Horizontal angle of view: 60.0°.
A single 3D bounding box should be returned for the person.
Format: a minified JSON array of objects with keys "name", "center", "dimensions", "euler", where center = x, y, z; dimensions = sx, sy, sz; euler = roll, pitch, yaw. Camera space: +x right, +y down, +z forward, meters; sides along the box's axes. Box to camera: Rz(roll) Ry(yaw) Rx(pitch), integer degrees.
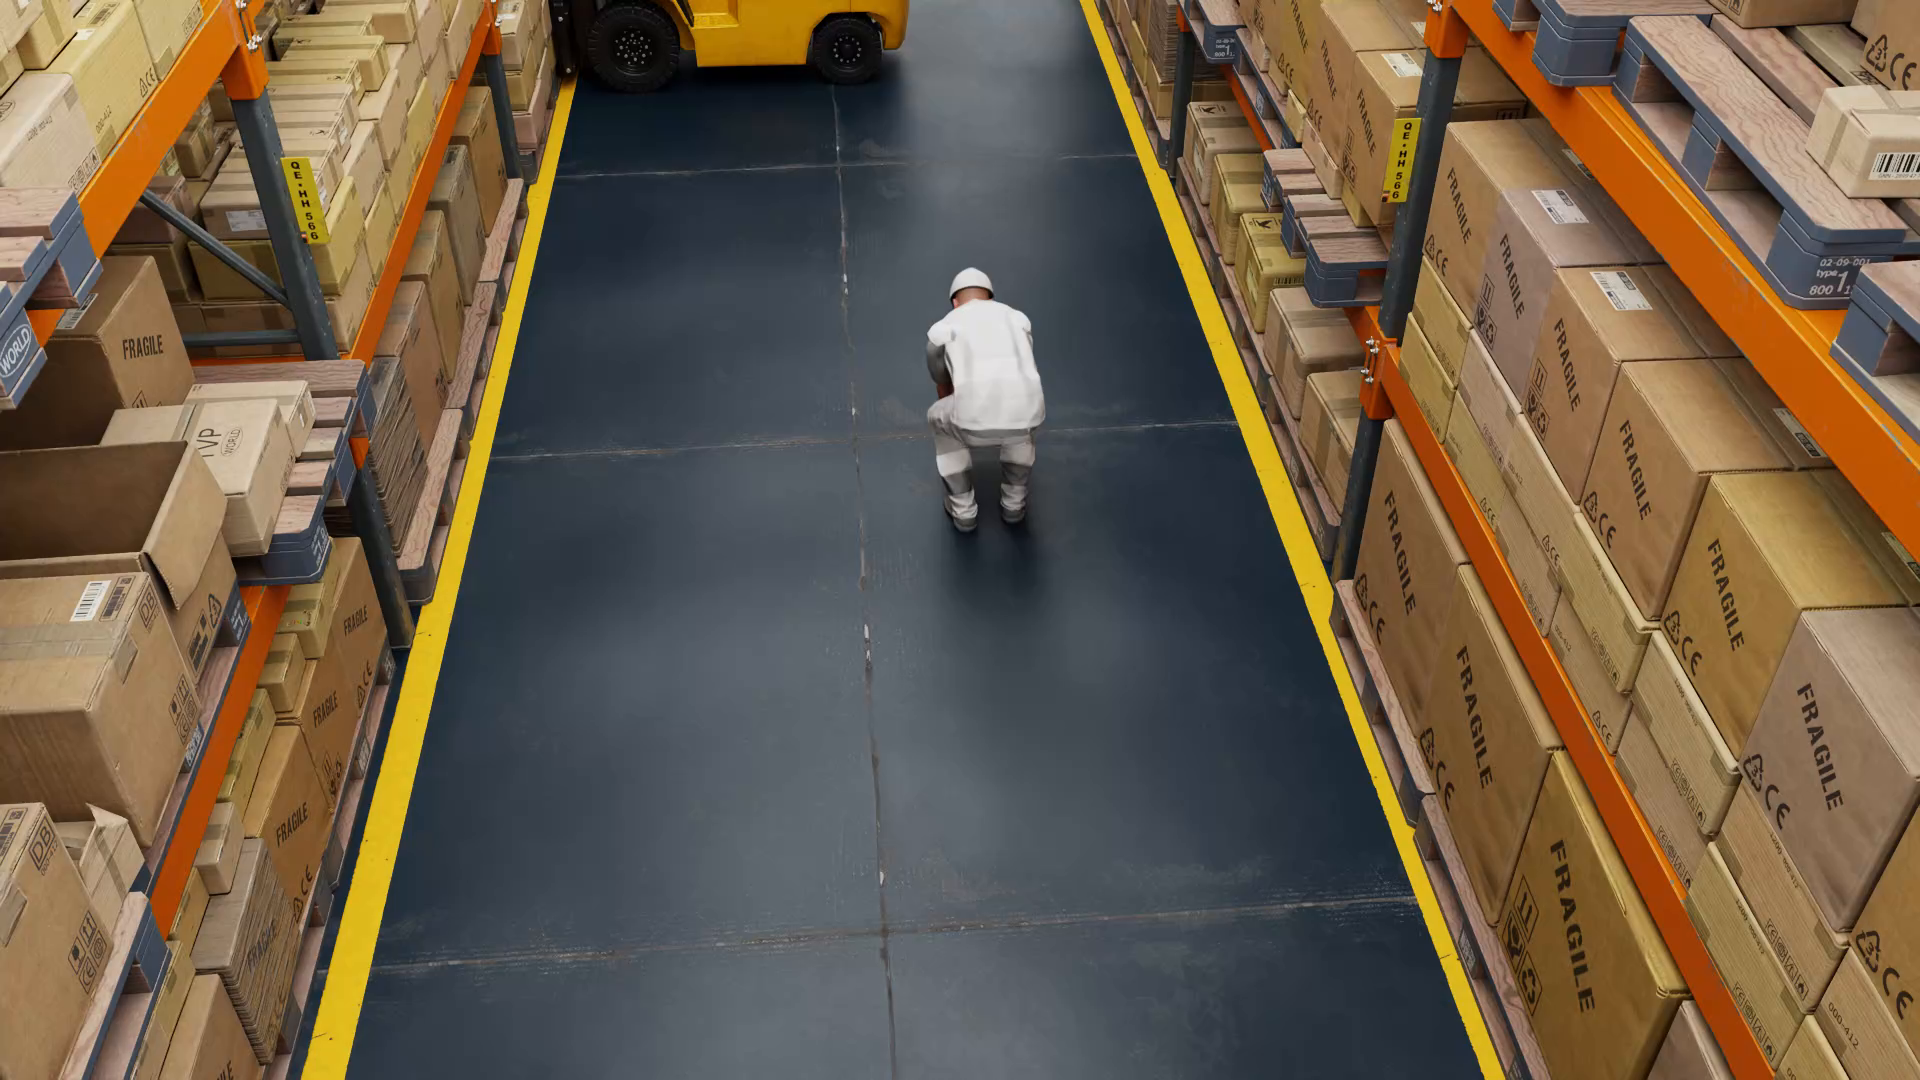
[{"name":"person","center":[0.116,-0.603,7.527],"dimensions":[0.519,0.988,0.950],"euler":[-5,39,-6]}]
